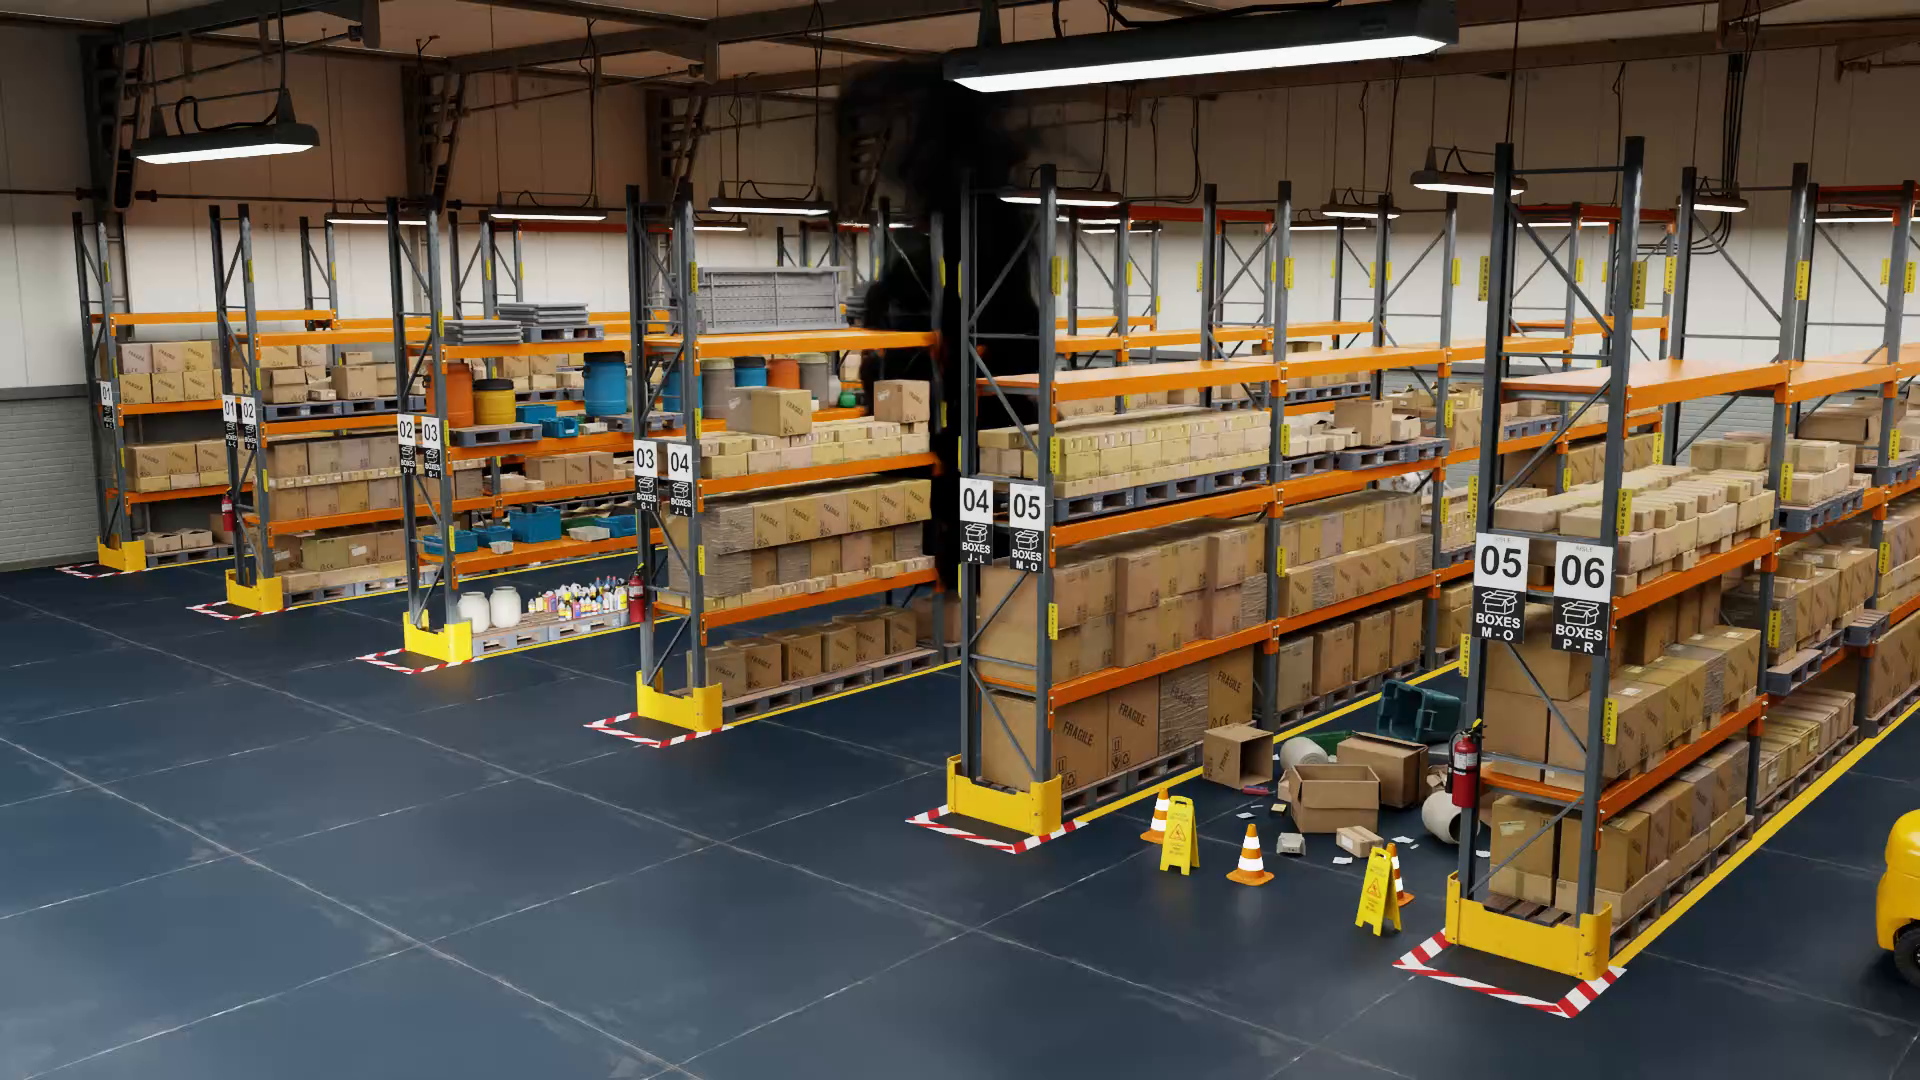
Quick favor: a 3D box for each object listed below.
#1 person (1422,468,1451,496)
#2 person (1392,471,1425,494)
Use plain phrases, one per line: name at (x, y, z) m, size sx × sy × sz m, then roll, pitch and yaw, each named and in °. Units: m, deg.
person at (8.483, -0.490, 29.554) m, size 0.593 × 1.620 × 0.639 m, roll 2°, pitch 10°, yaw 13°
person at (8.367, -0.781, 30.827) m, size 0.653 × 1.659 × 0.847 m, roll -2°, pitch 10°, yaw -10°
